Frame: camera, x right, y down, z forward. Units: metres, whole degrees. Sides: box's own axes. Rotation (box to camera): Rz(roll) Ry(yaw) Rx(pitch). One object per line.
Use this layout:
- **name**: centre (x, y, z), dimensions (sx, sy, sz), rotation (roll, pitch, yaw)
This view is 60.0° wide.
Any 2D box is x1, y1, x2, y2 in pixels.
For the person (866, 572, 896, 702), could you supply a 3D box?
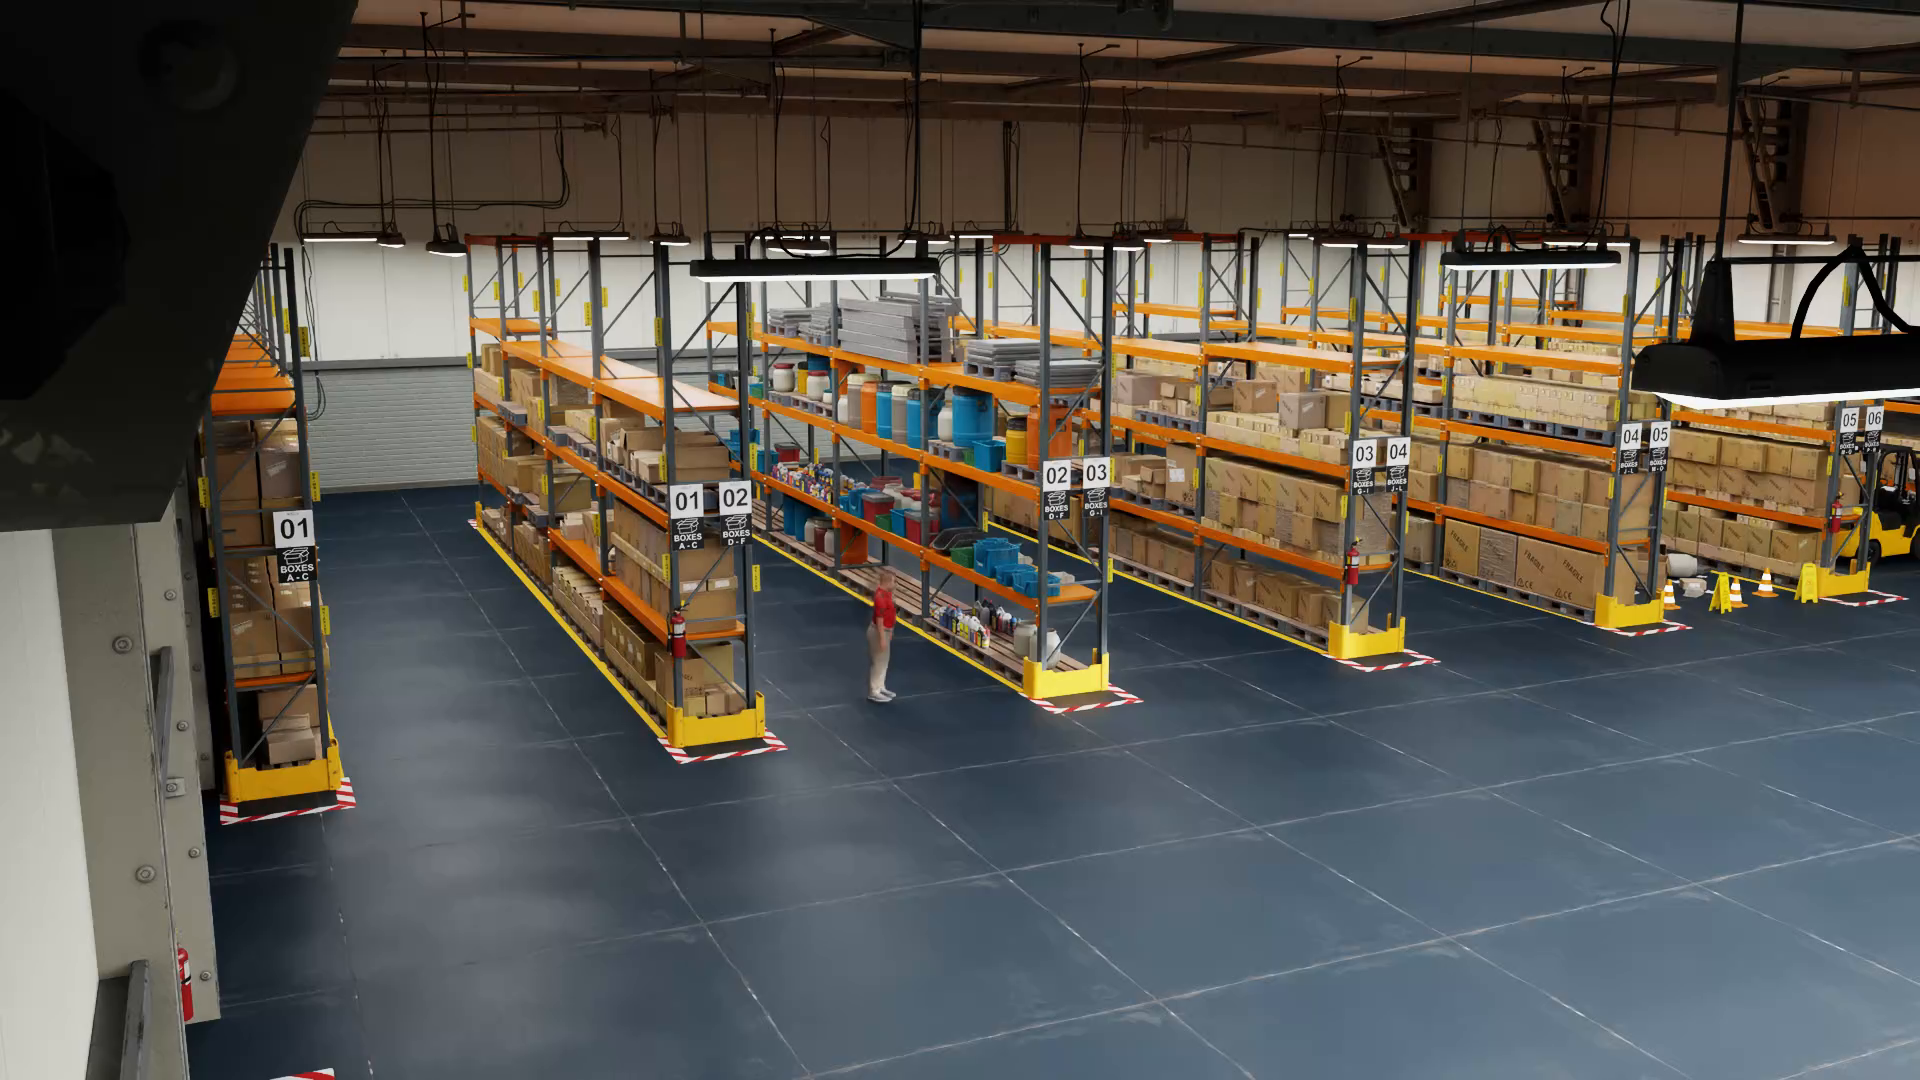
- **person**: centre (-1.046, 1.276, 22.061), dimensions (0.392, 1.735, 0.569), rotation (0, 11, 1)
